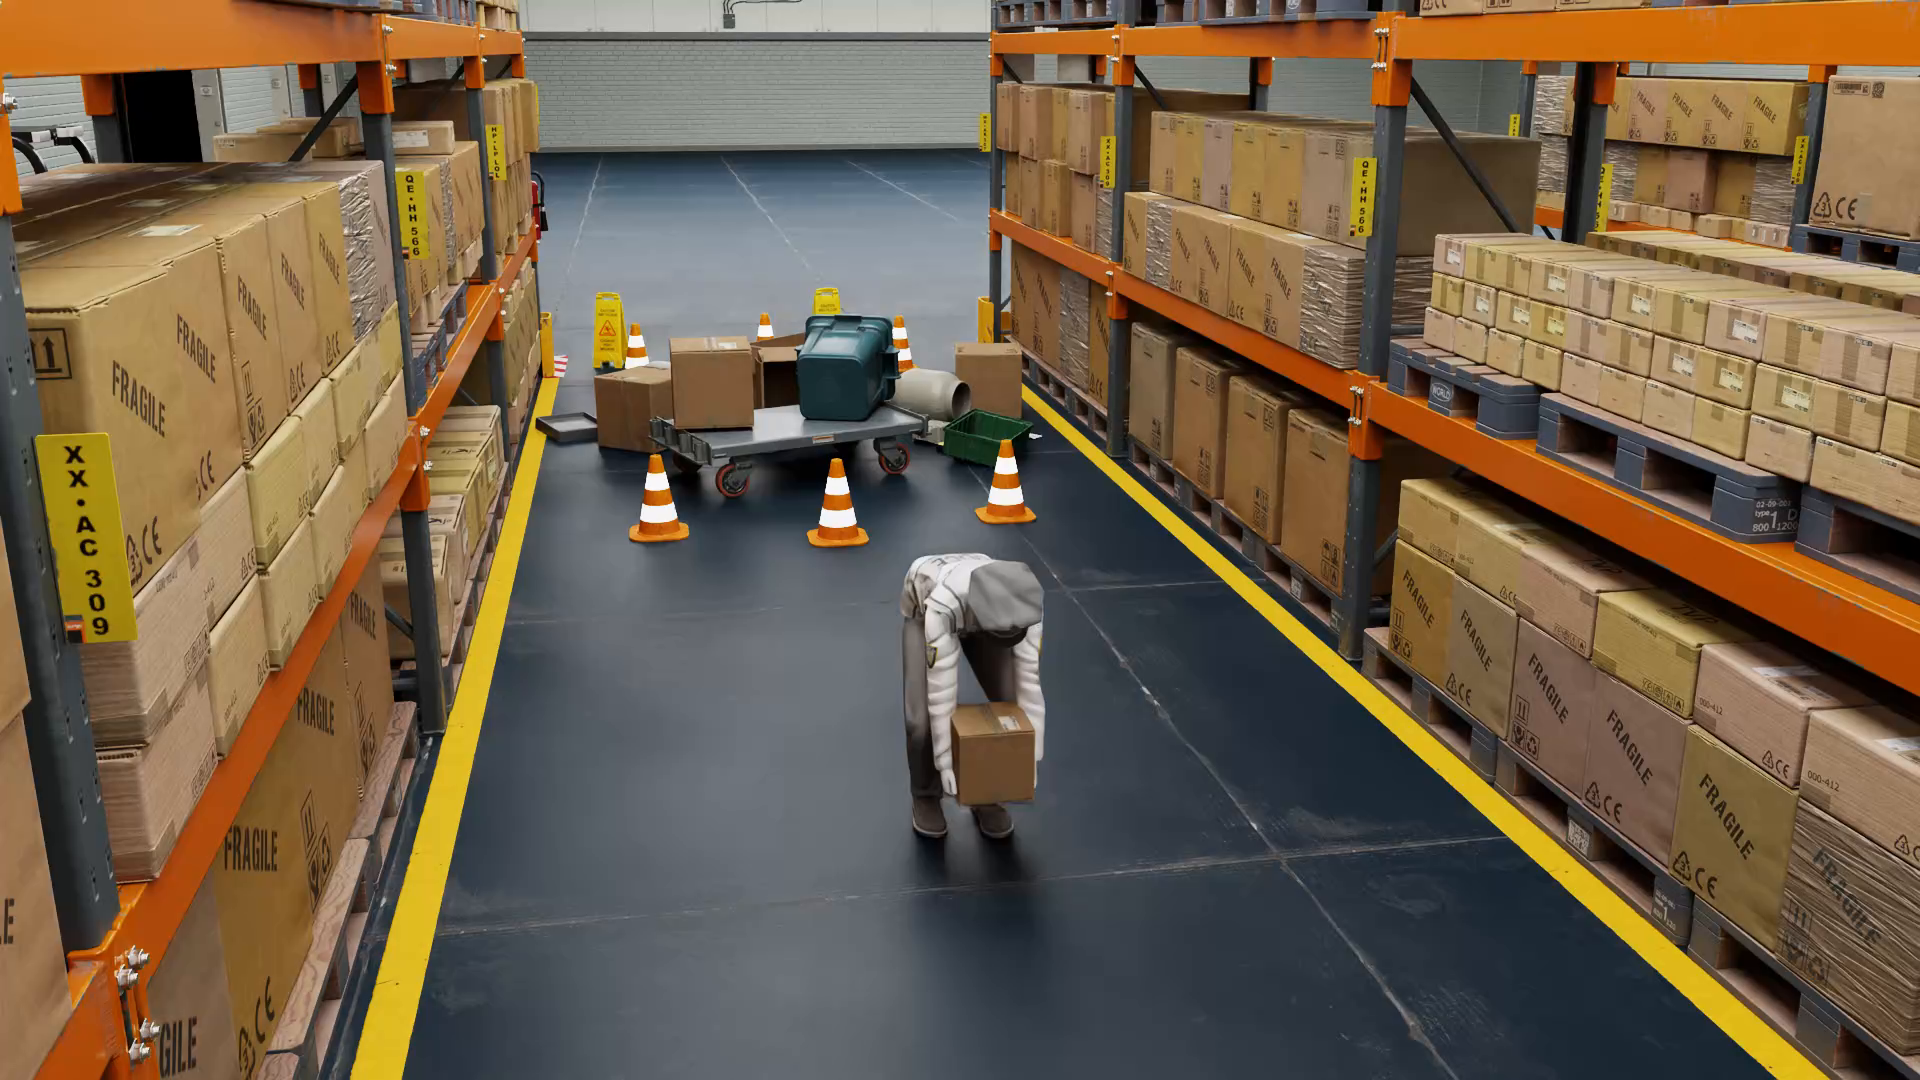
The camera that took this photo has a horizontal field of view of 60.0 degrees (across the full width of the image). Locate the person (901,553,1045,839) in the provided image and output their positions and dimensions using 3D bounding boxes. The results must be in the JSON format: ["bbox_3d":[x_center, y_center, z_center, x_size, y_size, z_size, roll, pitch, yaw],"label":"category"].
[{"bbox_3d":[0.045,0.530,5.699,0.439,1.128,0.916,-4,17,-13],"label":"person"}]
